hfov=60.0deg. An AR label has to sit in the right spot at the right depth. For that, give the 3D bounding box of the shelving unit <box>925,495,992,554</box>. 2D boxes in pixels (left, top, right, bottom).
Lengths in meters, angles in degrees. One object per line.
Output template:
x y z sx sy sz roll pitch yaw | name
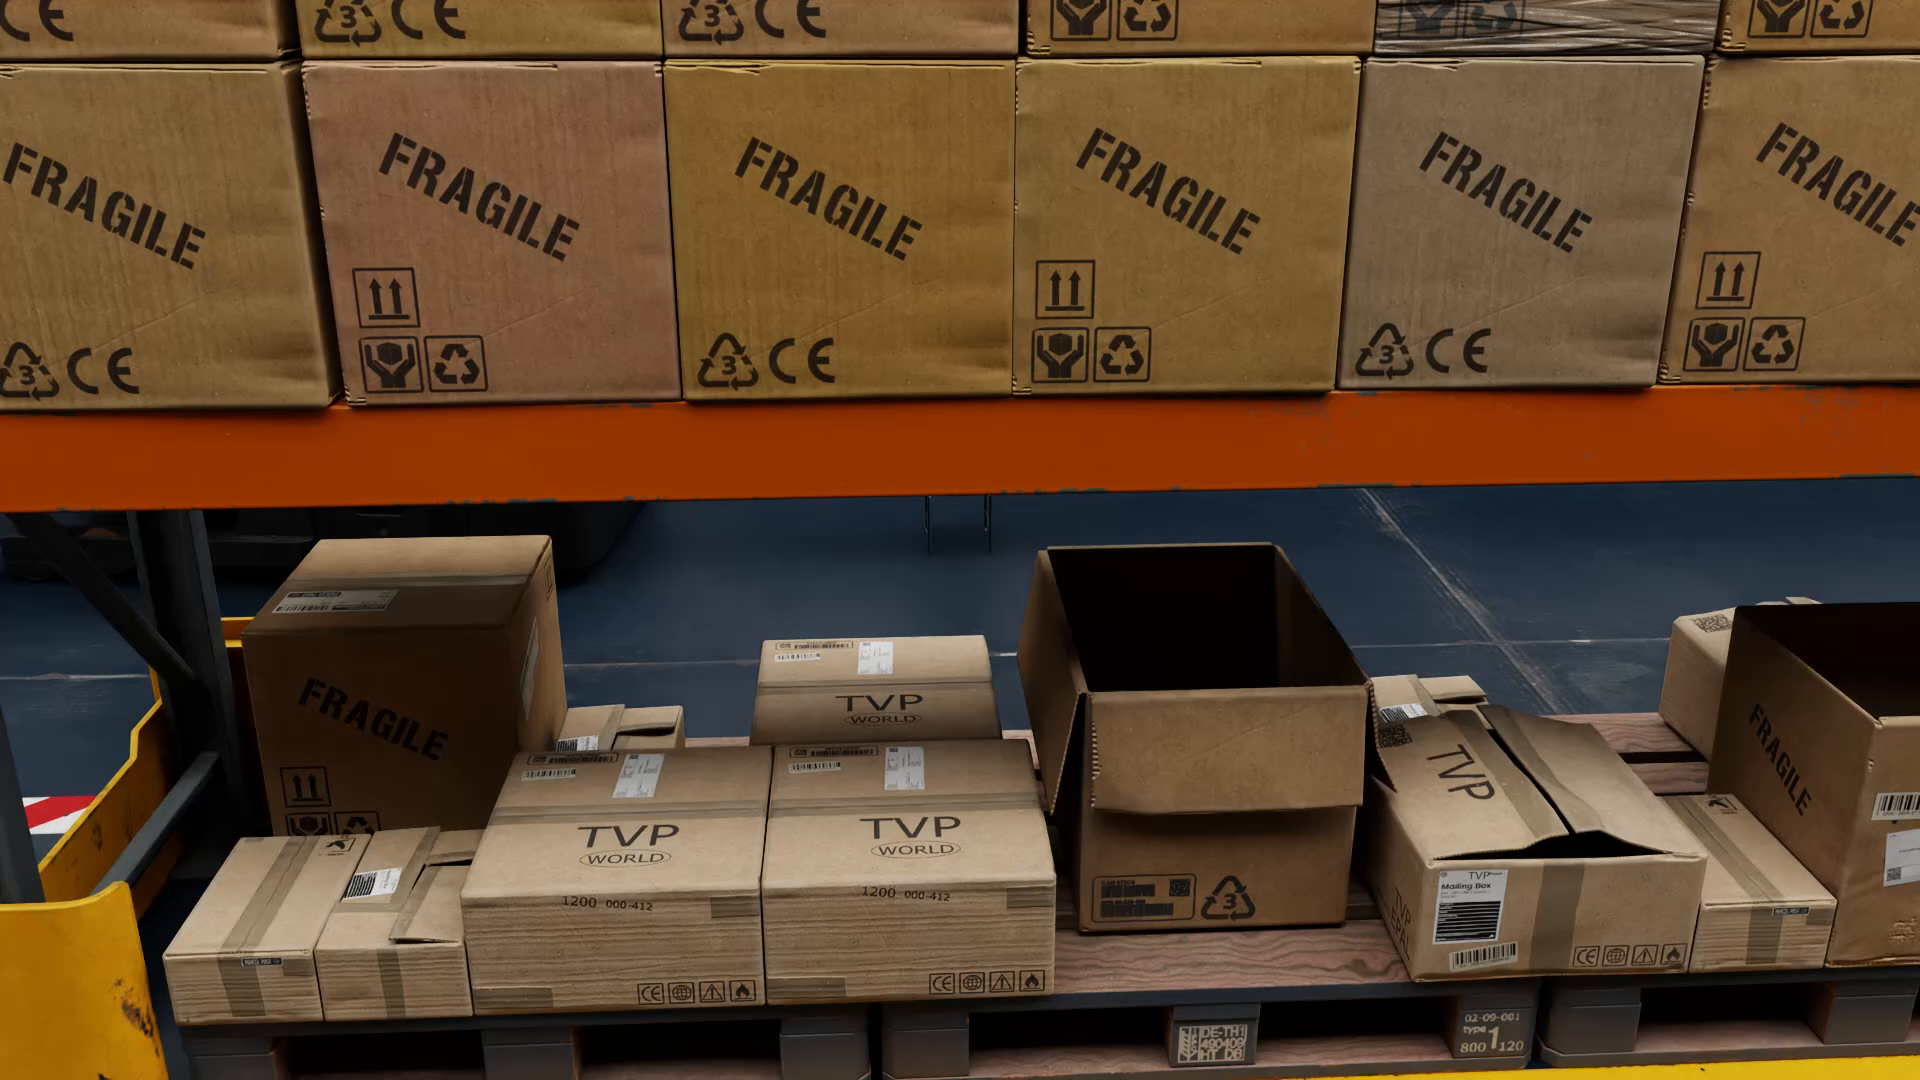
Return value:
-0.008 -0.420 5.460 0.210 0.900 0.258 -1 21 -3 | shelving unit

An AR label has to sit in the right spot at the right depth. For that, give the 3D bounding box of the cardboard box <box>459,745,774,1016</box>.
-0.599 0.609 3.052 0.500 0.250 0.500 -1 21 -3 | cardboard box

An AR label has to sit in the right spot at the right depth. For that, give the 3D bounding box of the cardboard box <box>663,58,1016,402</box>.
-0.183 -0.534 2.666 0.500 0.500 0.500 -1 21 -3 | cardboard box

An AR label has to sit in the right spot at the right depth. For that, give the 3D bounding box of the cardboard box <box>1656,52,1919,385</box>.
1.337 -0.566 2.751 0.500 0.500 0.500 -1 21 -2 | cardboard box

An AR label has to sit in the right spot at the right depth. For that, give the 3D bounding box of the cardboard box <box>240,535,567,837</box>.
-1.128 0.314 3.475 0.500 0.500 0.500 -1 21 -3 | cardboard box

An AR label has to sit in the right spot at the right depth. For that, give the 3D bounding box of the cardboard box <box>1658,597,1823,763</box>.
1.905 0.351 3.643 0.500 0.311 0.500 -1 21 -3 | cardboard box

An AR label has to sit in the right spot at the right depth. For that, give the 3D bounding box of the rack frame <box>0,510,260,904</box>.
-1.657 -0.550 2.850 0.127 3.000 1.000 -1 21 -3 | rack frame

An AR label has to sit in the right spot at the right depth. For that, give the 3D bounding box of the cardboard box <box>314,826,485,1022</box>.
-0.970 0.677 2.991 0.250 0.166 0.380 -1 21 -3 | cardboard box

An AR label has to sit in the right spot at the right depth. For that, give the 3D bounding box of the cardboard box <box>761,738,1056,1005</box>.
-0.100 0.599 3.079 0.500 0.250 0.500 -1 21 -3 | cardboard box

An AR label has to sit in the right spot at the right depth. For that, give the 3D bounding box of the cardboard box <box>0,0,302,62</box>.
-1.199 -0.979 2.432 0.500 0.500 0.500 -1 21 -1 | cardboard box

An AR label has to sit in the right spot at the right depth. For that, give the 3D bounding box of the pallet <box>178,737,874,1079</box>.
-0.785 0.735 3.394 1.213 0.211 1.003 -1 21 -3 | pallet

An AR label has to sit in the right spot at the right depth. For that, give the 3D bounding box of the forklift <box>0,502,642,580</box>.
-2.621 -1.424 5.242 3.031 2.935 1.130 1 21 3 | forklift

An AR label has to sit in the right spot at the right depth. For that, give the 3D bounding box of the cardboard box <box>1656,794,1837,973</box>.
1.413 0.637 3.121 0.250 0.149 0.380 -1 21 -3 | cardboard box

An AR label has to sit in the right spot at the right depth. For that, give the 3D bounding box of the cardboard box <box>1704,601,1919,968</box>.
1.784 0.444 3.135 0.500 0.500 0.500 -1 21 -3 | cardboard box

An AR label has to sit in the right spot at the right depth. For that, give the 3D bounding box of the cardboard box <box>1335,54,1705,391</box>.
0.825 -0.555 2.721 0.500 0.500 0.500 -1 21 -2 | cardboard box

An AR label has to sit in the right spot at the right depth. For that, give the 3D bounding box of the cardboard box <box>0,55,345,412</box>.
-1.199 -0.512 2.610 0.500 0.500 0.500 -1 21 -2 | cardboard box

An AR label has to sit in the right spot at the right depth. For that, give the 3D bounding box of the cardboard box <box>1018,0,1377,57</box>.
0.329 -1.012 2.517 0.500 0.500 0.500 -1 21 -4 | cardboard box

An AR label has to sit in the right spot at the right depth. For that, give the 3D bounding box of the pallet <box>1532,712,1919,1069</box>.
1.651 0.686 3.524 1.213 0.211 1.003 -1 21 -3 | pallet

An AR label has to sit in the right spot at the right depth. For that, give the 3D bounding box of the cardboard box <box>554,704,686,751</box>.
-0.719 0.494 3.472 0.250 0.166 0.380 -1 21 -3 | cardboard box

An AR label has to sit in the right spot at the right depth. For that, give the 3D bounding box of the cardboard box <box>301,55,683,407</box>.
-0.684 -0.524 2.642 0.500 0.500 0.500 -1 21 -4 | cardboard box

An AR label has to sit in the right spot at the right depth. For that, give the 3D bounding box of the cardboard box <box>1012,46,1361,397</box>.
0.316 -0.543 2.692 0.500 0.500 0.500 -1 21 -2 | cardboard box

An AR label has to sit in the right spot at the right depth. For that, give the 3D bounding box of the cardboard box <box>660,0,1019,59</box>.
-0.178 -1.001 2.489 0.500 0.500 0.500 -1 21 -2 | cardboard box

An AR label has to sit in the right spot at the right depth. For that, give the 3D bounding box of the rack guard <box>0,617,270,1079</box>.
-1.581 0.617 3.299 0.348 0.500 1.175 -1 21 -3 | rack guard

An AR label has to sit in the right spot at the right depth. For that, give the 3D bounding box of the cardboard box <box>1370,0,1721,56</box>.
0.832 -1.022 2.543 0.500 0.500 0.500 -1 21 -3 | cardboard box

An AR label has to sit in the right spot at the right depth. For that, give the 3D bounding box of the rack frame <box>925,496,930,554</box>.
-0.110 -0.418 5.455 0.006 0.900 0.240 -1 21 -3 | rack frame

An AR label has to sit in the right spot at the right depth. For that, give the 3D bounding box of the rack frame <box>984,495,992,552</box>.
0.093 -0.422 5.466 0.006 0.900 0.240 -1 21 -3 | rack frame

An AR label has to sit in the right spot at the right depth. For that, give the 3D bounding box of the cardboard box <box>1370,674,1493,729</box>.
1.042 0.440 3.613 0.250 0.166 0.380 -1 21 -3 | cardboard box

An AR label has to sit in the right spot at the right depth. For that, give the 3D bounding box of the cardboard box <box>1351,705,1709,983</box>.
1.035 0.547 3.128 0.500 0.311 0.500 -1 21 -3 | cardboard box

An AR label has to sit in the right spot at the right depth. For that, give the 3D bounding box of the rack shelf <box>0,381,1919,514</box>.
0.340 -0.254 3.085 4.000 0.370 1.077 -1 21 -3 | rack shelf

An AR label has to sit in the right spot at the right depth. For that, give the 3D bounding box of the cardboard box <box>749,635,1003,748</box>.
-0.178 0.422 3.542 0.500 0.250 0.500 -1 21 -3 | cardboard box

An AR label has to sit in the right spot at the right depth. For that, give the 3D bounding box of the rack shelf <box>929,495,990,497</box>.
-0.008 -0.221 5.536 0.200 0.077 0.258 -1 21 -3 | rack shelf

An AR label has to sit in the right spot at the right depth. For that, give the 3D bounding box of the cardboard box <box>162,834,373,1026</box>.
-1.219 0.690 2.981 0.250 0.149 0.380 -1 21 -3 | cardboard box

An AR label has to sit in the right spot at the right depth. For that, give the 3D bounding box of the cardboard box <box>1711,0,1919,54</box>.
1.335 -1.032 2.569 0.500 0.500 0.500 -2 21 -4 | cardboard box

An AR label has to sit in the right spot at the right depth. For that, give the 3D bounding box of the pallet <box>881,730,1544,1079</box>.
0.430 0.711 3.456 1.213 0.211 1.003 -1 21 -3 | pallet

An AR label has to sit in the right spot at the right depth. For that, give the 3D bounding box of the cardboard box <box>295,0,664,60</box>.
-0.678 -0.993 2.467 0.500 0.500 0.500 -1 21 -2 | cardboard box

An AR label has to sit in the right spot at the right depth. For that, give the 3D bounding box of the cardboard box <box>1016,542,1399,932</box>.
0.461 0.370 3.324 0.637 0.503 0.797 -1 21 -3 | cardboard box
